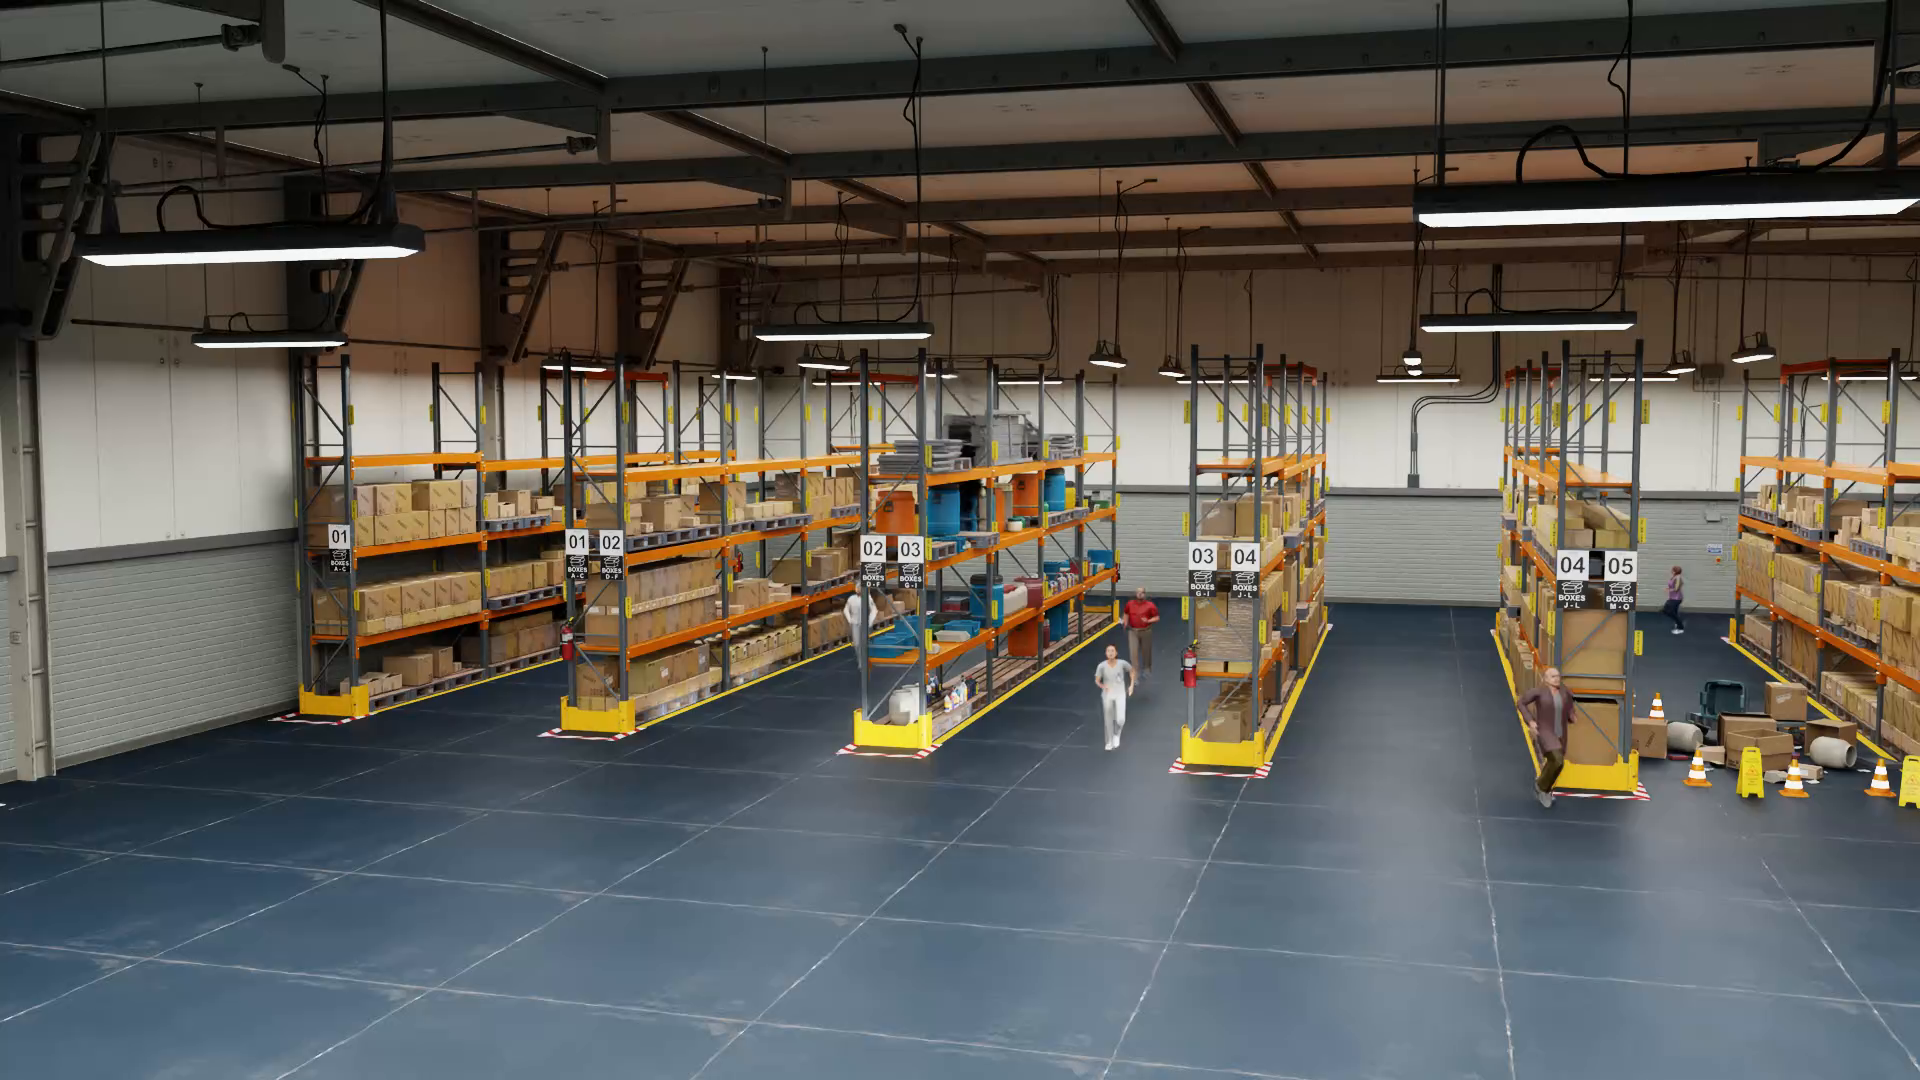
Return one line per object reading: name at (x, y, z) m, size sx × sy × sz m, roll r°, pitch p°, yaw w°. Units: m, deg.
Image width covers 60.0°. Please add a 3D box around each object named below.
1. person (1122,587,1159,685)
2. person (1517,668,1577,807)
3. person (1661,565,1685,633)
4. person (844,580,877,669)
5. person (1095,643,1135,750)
person at (3.177, 1.670, 29.330) m, size 0.673 × 1.699 × 0.923 m, roll 1°, pitch 4°, yaw 11°
person at (7.592, 2.533, 21.322) m, size 0.694 × 1.792 × 0.710 m, roll -1°, pitch 5°, yaw -18°
person at (16.383, 1.358, 38.187) m, size 0.553 × 1.566 × 0.534 m, roll 1°, pitch 4°, yaw 10°
person at (-1.878, 1.576, 31.104) m, size 0.624 × 1.663 × 0.532 m, roll 1°, pitch 4°, yaw 8°
person at (2.283, 2.332, 24.532) m, size 0.585 × 1.621 × 0.735 m, roll 0°, pitch 4°, yaw 6°
